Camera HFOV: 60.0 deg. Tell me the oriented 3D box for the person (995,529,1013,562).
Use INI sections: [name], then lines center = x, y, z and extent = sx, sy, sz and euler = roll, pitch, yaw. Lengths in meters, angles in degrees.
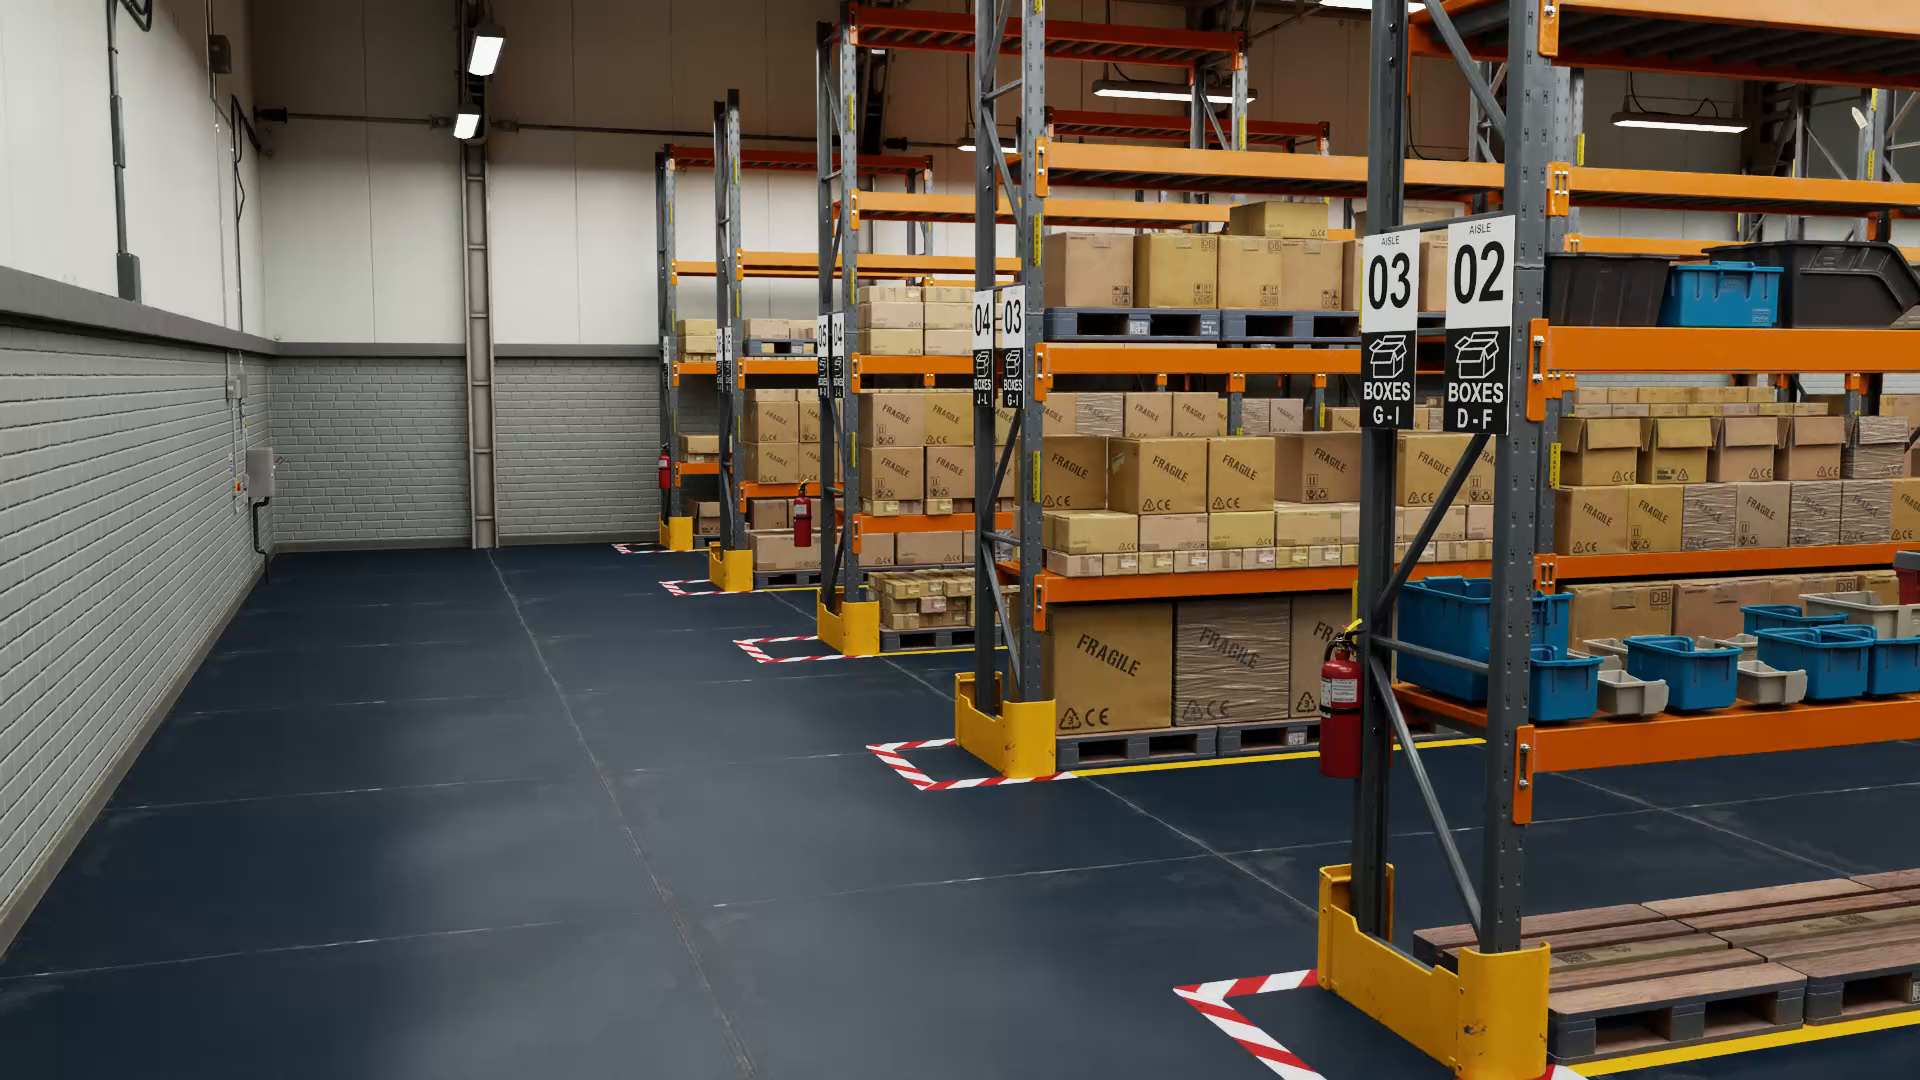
[person]
center = 0.520, -0.191, 19.483
extent = 0.448, 1.780, 0.609
euler = -2, 6, -18
